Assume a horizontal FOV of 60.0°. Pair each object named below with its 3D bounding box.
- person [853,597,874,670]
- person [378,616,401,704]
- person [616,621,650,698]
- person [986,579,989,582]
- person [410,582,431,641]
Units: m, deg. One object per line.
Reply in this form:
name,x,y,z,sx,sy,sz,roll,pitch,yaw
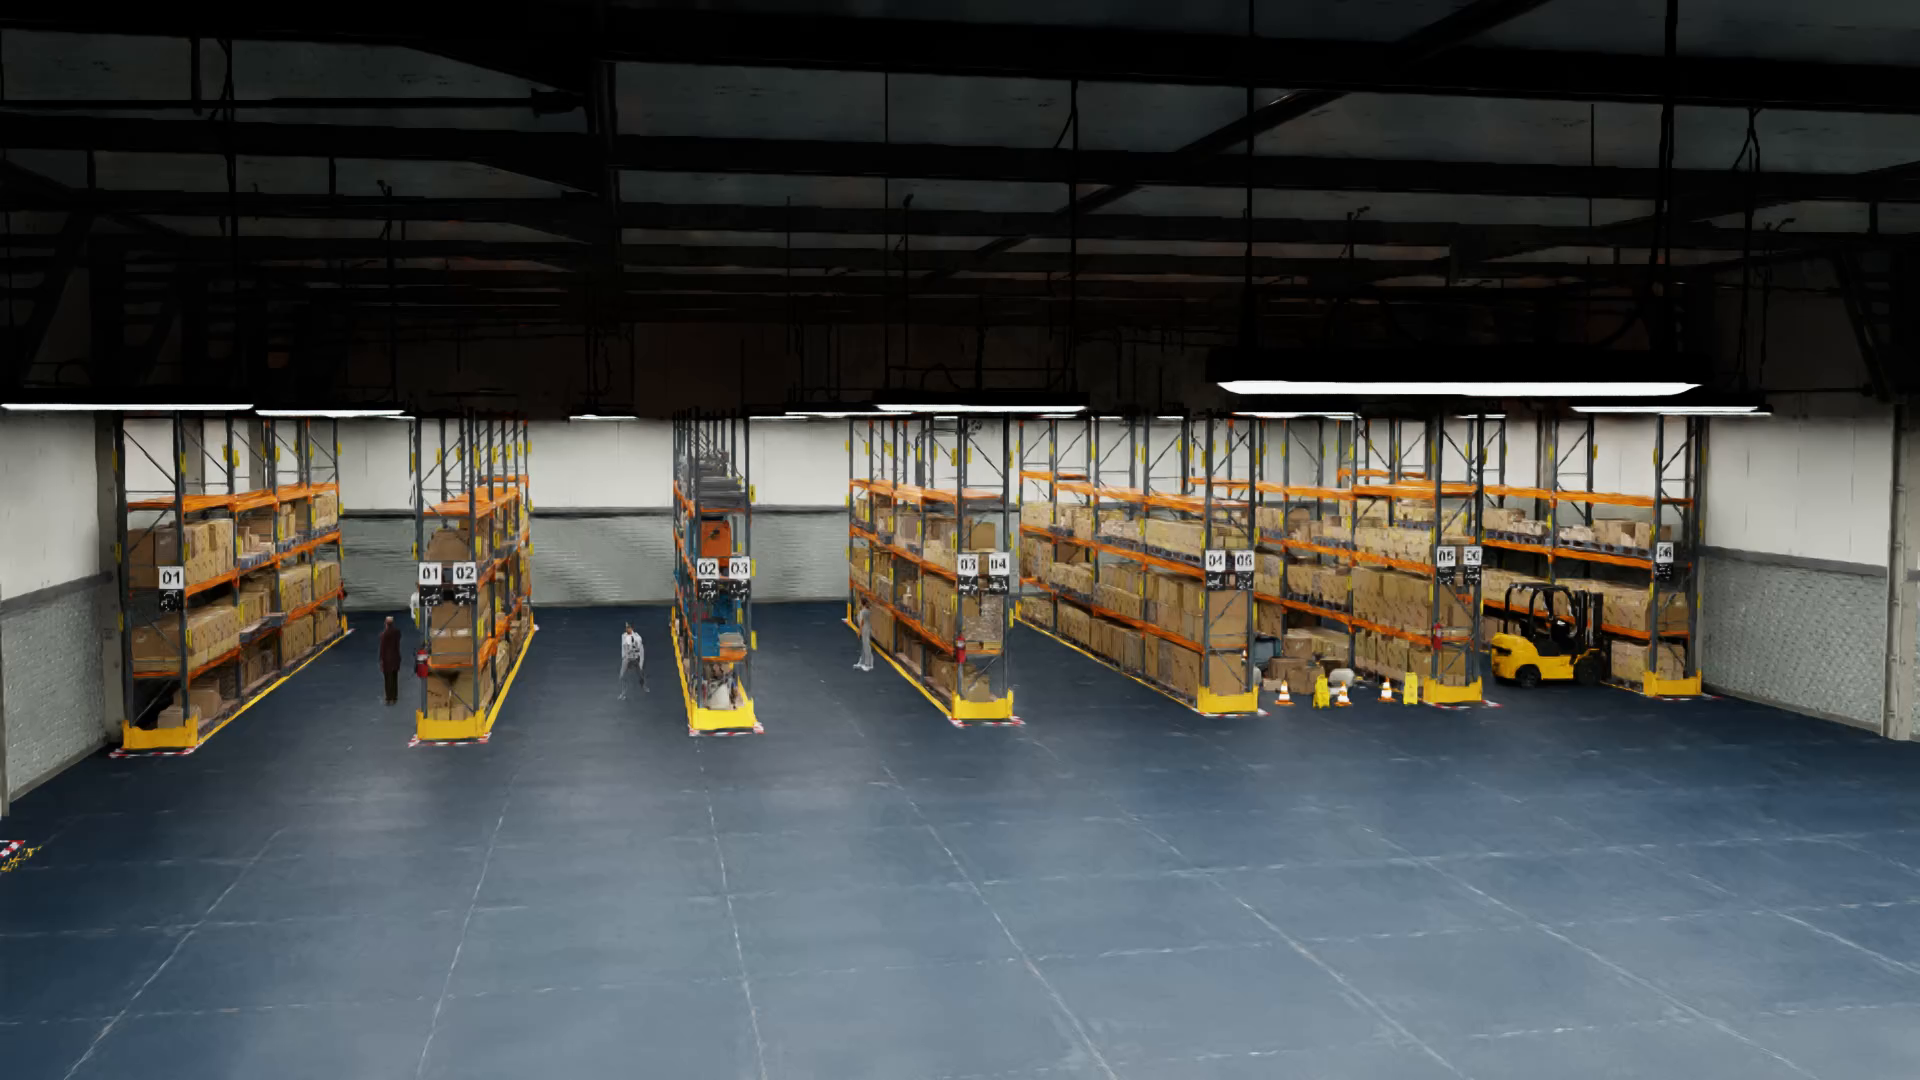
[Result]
person,-2.234,2.138,38.453,0.569,1.668,0.561,1,4,14
person,-11.620,2.419,33.740,0.549,1.781,0.631,1,4,20
person,-6.795,2.455,34.559,0.521,1.611,0.938,1,4,10
person,0.900,1.559,46.319,0.387,1.720,0.619,0,4,-3
person,-13.914,1.856,42.866,0.495,1.576,1.086,-1,4,-9
